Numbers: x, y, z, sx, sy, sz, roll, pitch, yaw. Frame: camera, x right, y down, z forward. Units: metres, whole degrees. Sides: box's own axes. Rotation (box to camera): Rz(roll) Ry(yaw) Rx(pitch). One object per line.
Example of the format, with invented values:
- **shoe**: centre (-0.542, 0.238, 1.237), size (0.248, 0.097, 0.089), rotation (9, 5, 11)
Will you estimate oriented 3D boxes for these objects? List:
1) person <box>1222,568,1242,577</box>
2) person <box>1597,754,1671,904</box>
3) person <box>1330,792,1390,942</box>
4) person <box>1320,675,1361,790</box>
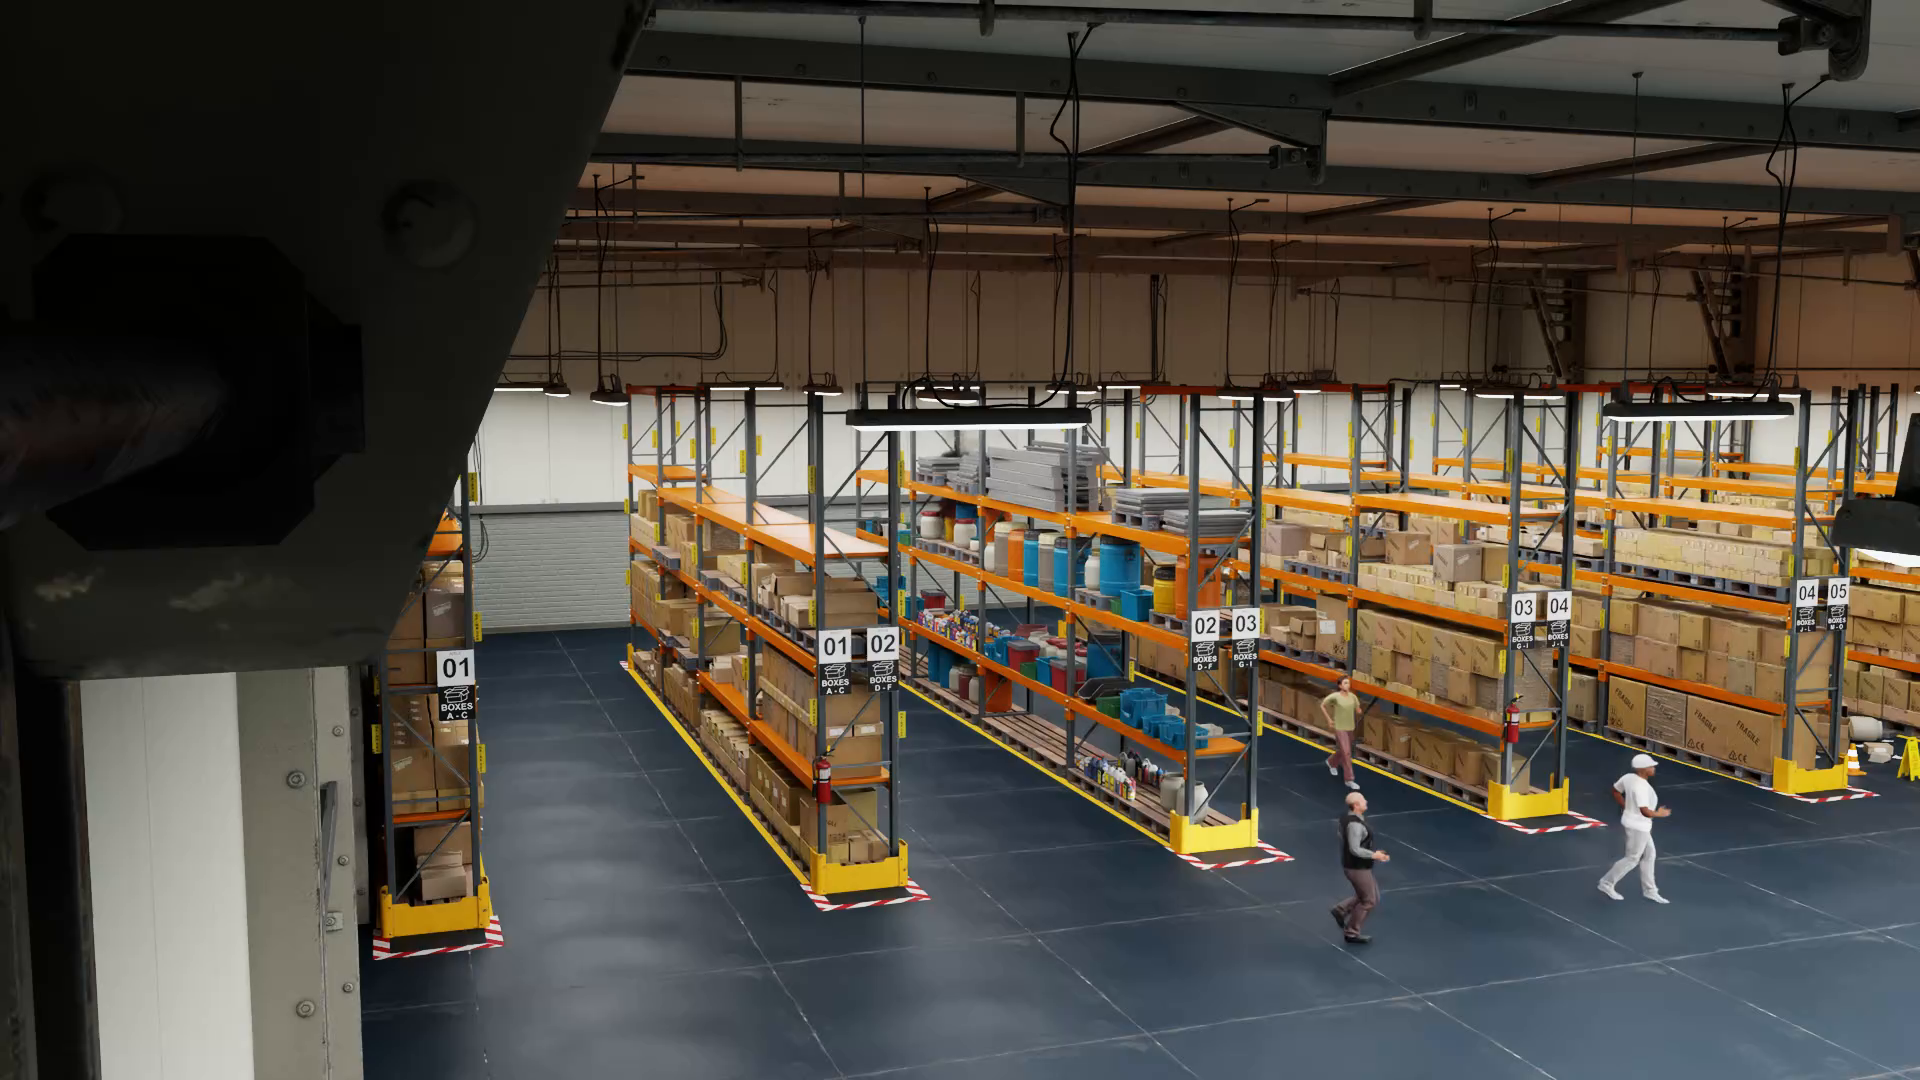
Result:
- **person**: centre (6.479, 1.306, 40.454), size (0.523, 1.695, 0.726), rotation (-5, 8, -39)
- **person**: centre (7.993, 3.423, 19.666), size (0.835, 1.814, 0.721), rotation (1, 6, 11)
- **person**: centre (4.414, 3.602, 18.352), size (0.598, 1.674, 0.654), rotation (1, 6, 7)
- **person**: centre (5.820, 2.873, 25.235), size (0.575, 1.653, 0.970), rotation (-2, 6, -23)
